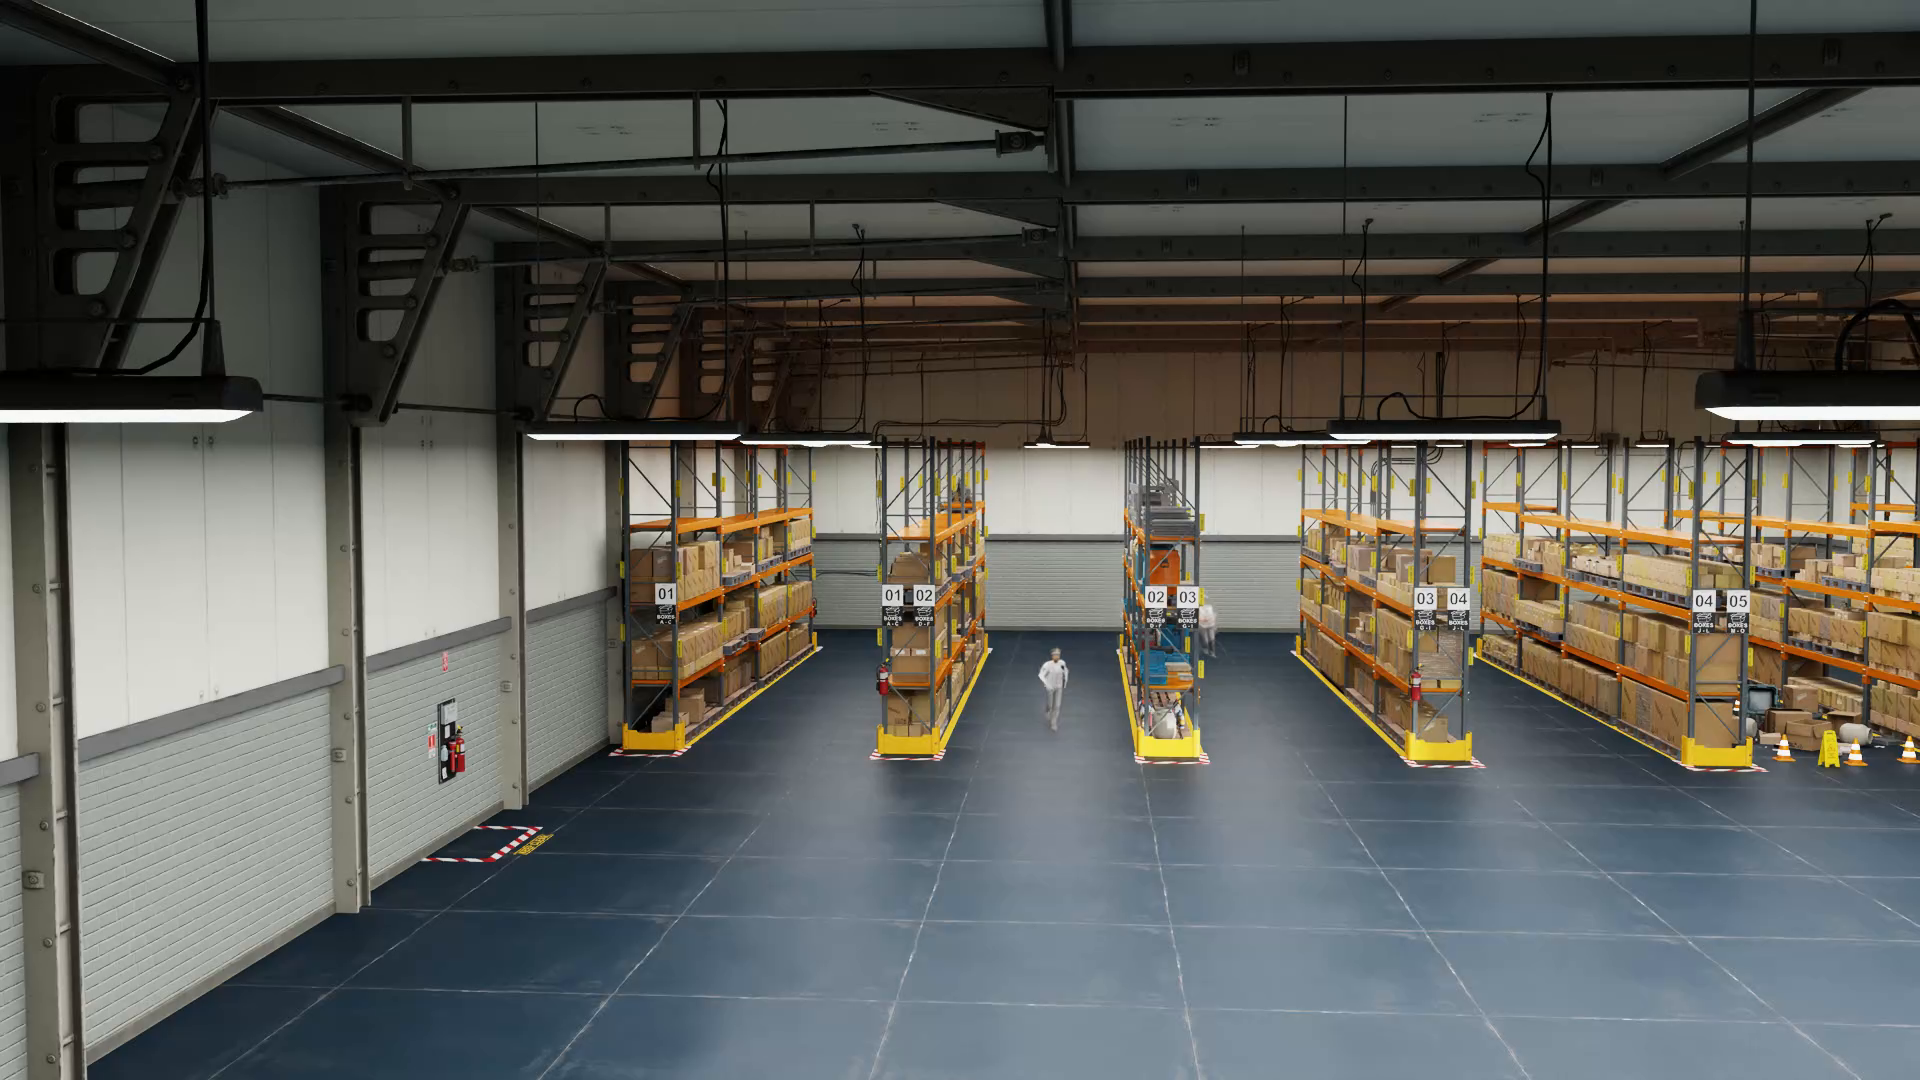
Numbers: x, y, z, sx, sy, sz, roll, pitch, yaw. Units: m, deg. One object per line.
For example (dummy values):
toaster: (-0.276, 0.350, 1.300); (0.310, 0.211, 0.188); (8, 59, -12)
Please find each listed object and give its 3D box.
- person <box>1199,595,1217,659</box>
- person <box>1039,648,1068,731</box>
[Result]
person: (6.821, 2.397, 46.175); (0.698, 1.743, 0.835); (-1, 3, -10)
person: (1.947, 3.060, 34.414); (0.643, 1.682, 0.823); (-1, 3, -12)
